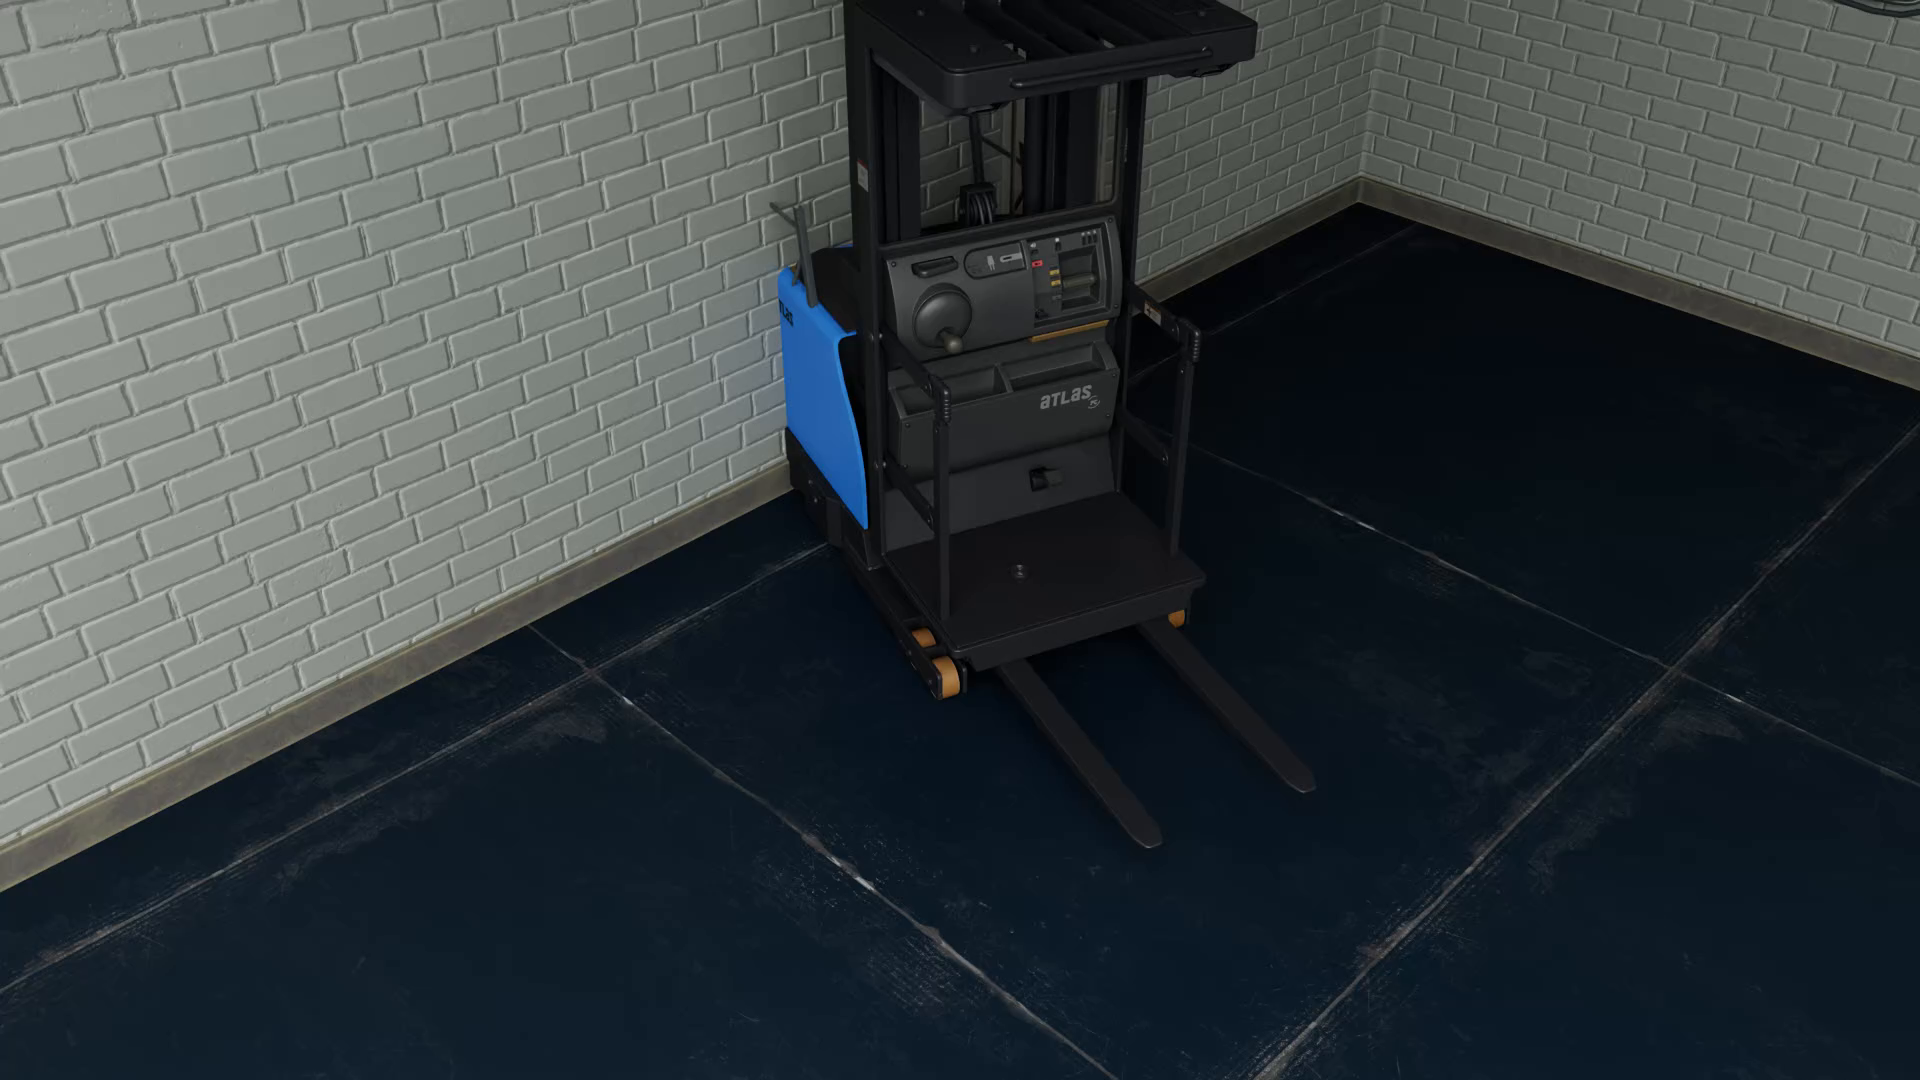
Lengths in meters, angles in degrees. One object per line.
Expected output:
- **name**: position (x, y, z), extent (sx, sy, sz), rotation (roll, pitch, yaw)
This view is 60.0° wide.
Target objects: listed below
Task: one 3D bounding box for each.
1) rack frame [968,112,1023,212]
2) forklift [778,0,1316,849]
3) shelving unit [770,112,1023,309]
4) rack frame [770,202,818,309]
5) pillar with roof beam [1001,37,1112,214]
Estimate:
- **rack frame**: position (0.226, -1.134, 7.448), extent (0.032, 1.500, 0.500), rotation (-20, 37, -19)
- **forklift**: position (0.267, -0.879, 5.948), extent (1.130, 2.935, 3.031), rotation (-15, 38, -20)
- **shelving unit**: position (-0.223, -0.967, 7.279), extent (1.048, 1.500, 0.538), rotation (-20, 37, -19)
- **rack frame**: position (-0.673, -0.801, 7.110), extent (0.032, 1.500, 0.500), rotation (-20, 37, -19)
- **pillar with roof beam**: position (3.494, -2.785, 3.376), extent (9.100, 9.000, 0.400), rotation (30, 45, 35)
